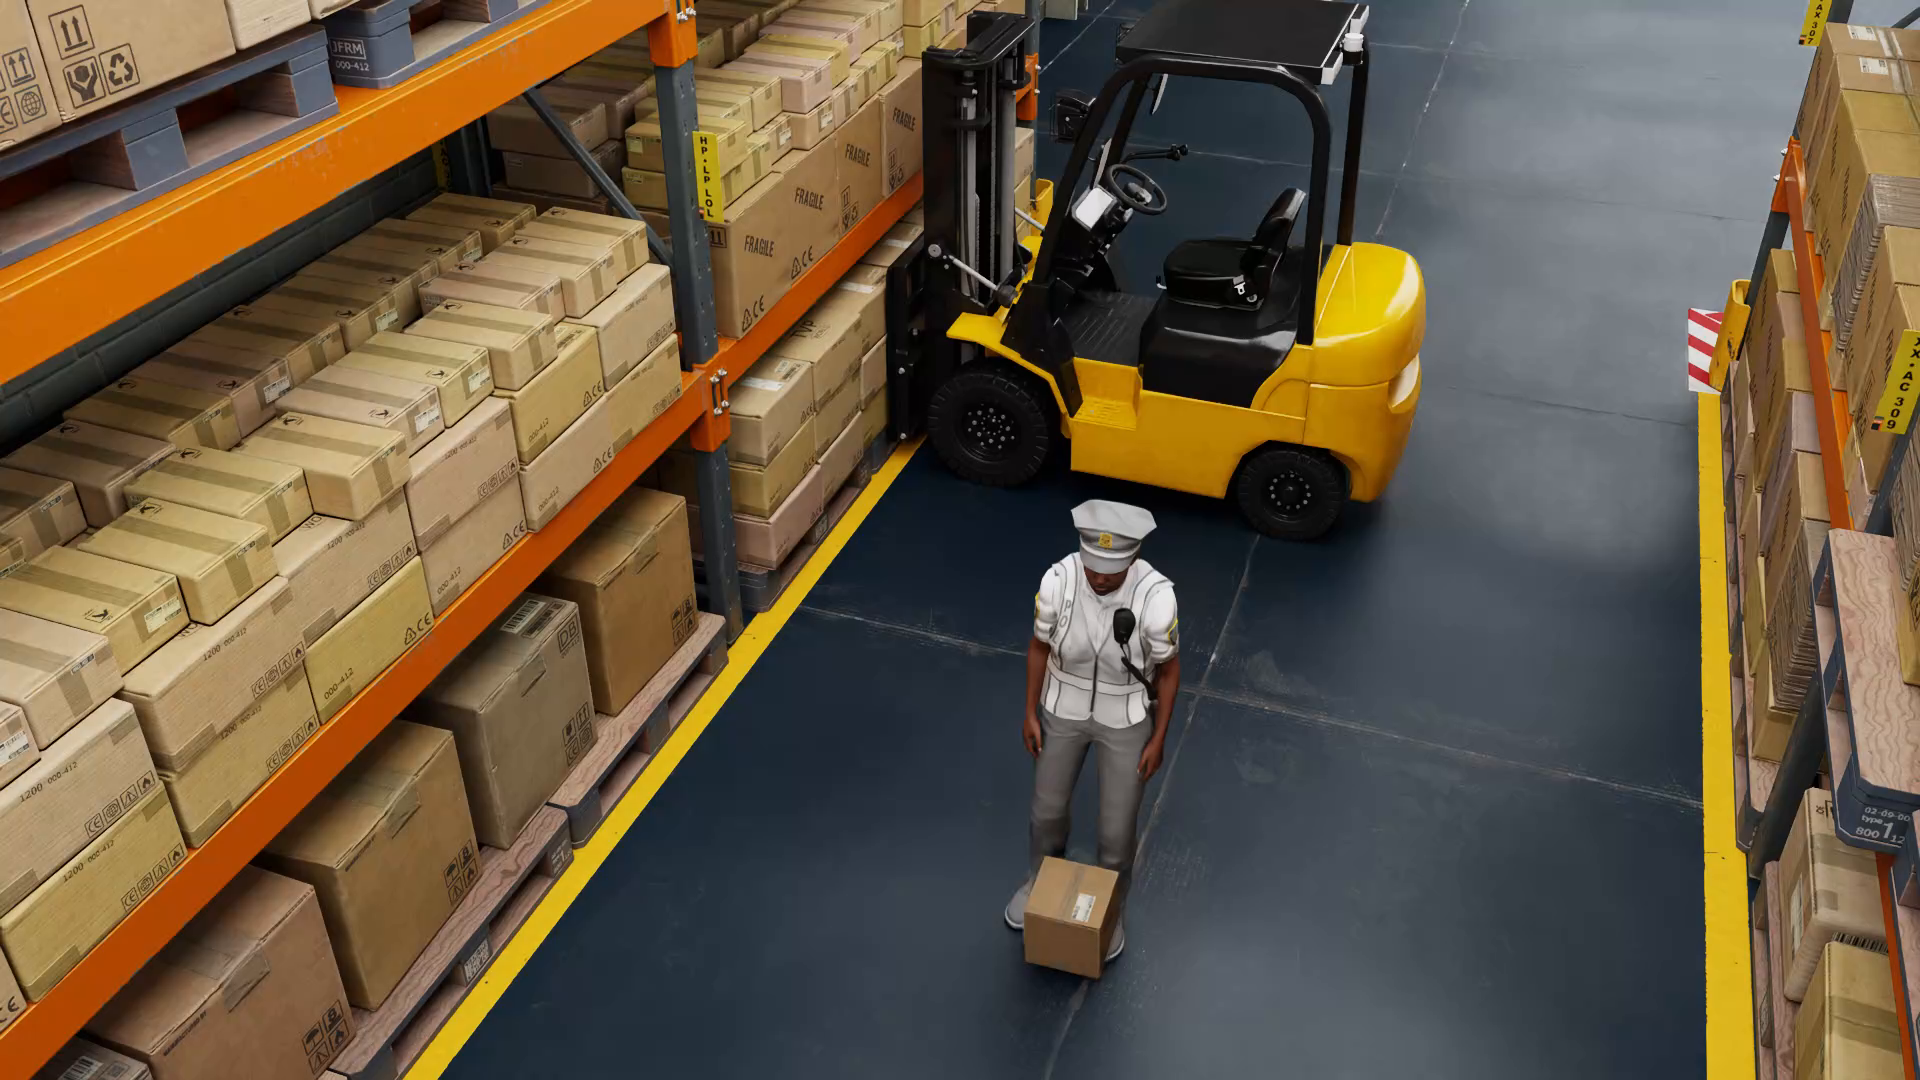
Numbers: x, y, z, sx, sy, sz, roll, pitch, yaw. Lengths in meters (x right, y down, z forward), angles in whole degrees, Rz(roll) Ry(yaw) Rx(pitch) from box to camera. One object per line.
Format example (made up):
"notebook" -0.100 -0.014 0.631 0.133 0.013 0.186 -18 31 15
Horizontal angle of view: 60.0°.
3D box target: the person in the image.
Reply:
"person" 0.421 0.585 5.253 0.502 1.662 0.424 10 35 15
